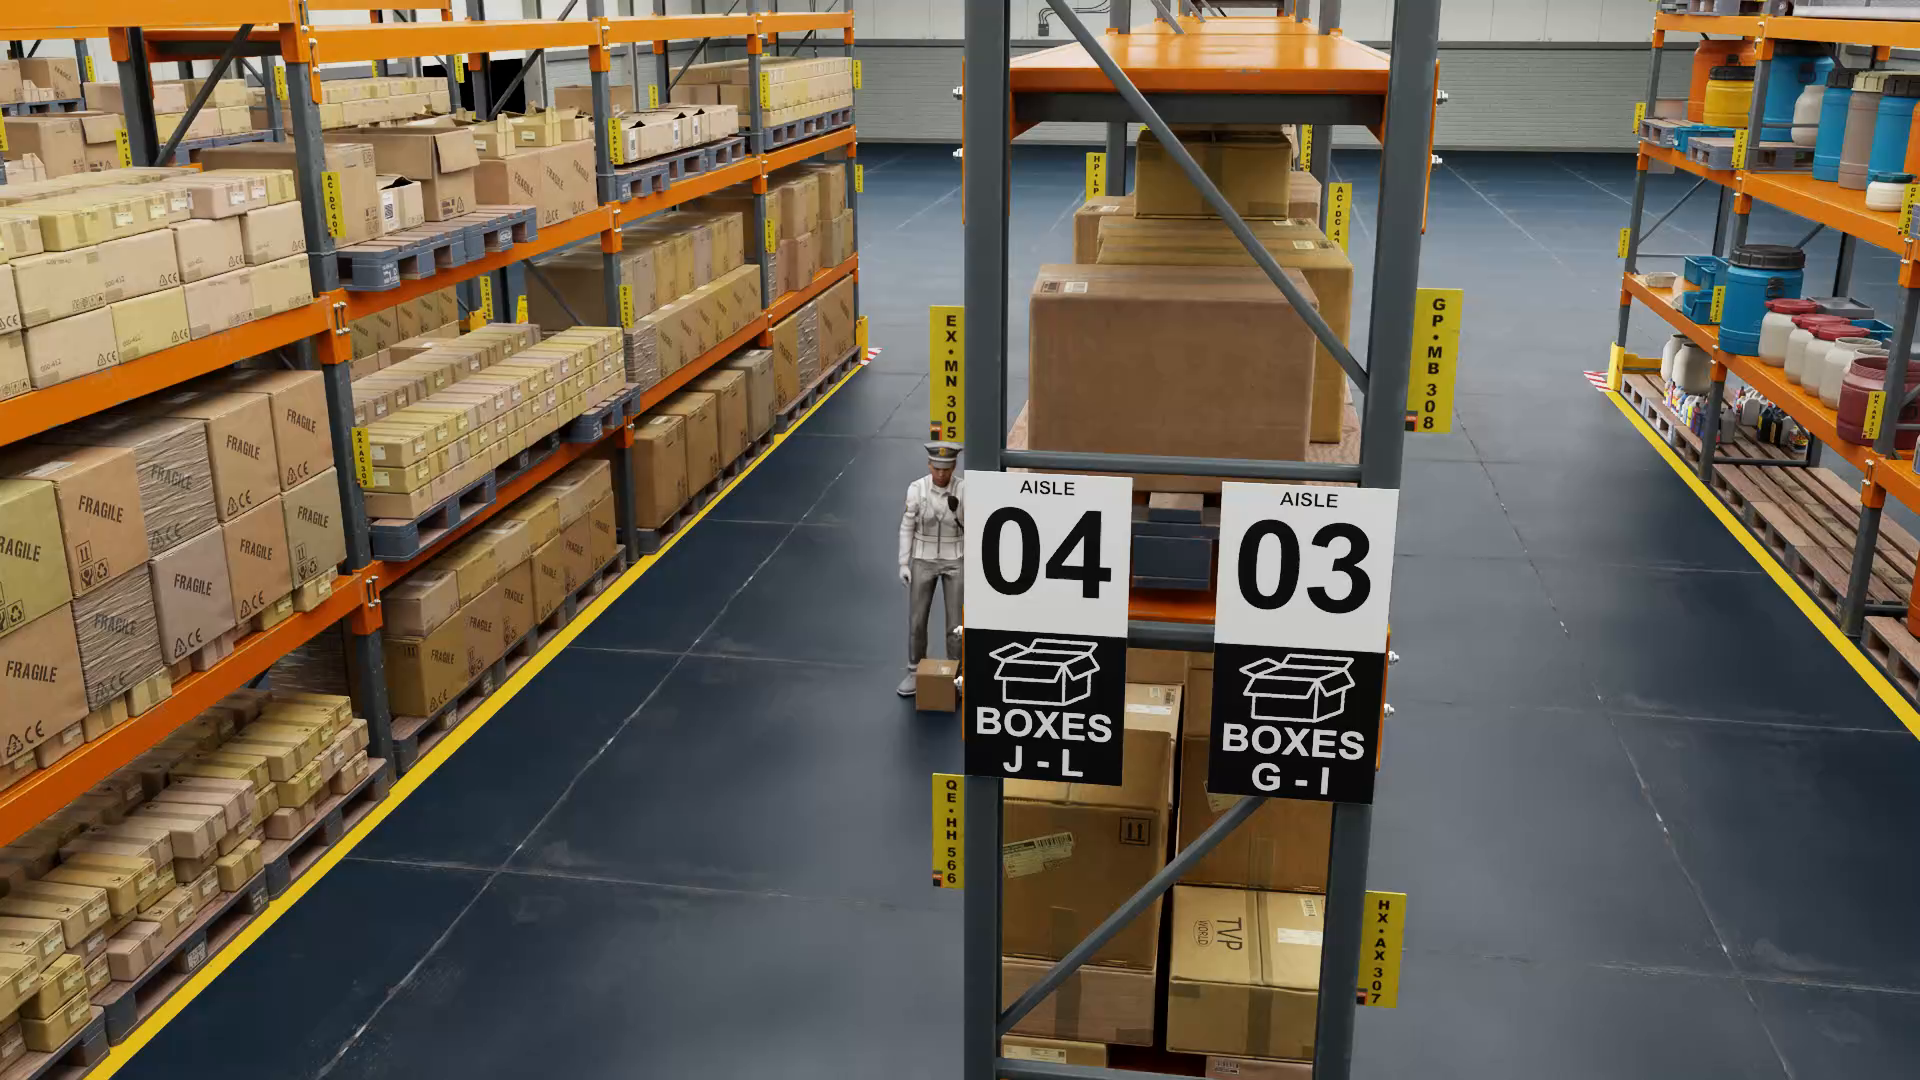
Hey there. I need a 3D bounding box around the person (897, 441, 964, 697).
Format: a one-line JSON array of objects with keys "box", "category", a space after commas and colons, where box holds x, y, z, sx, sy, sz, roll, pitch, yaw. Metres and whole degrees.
[{"box": [-0.124, 0.170, 10.521, 0.547, 1.666, 0.371, 1, 18, 5], "category": "person"}]
